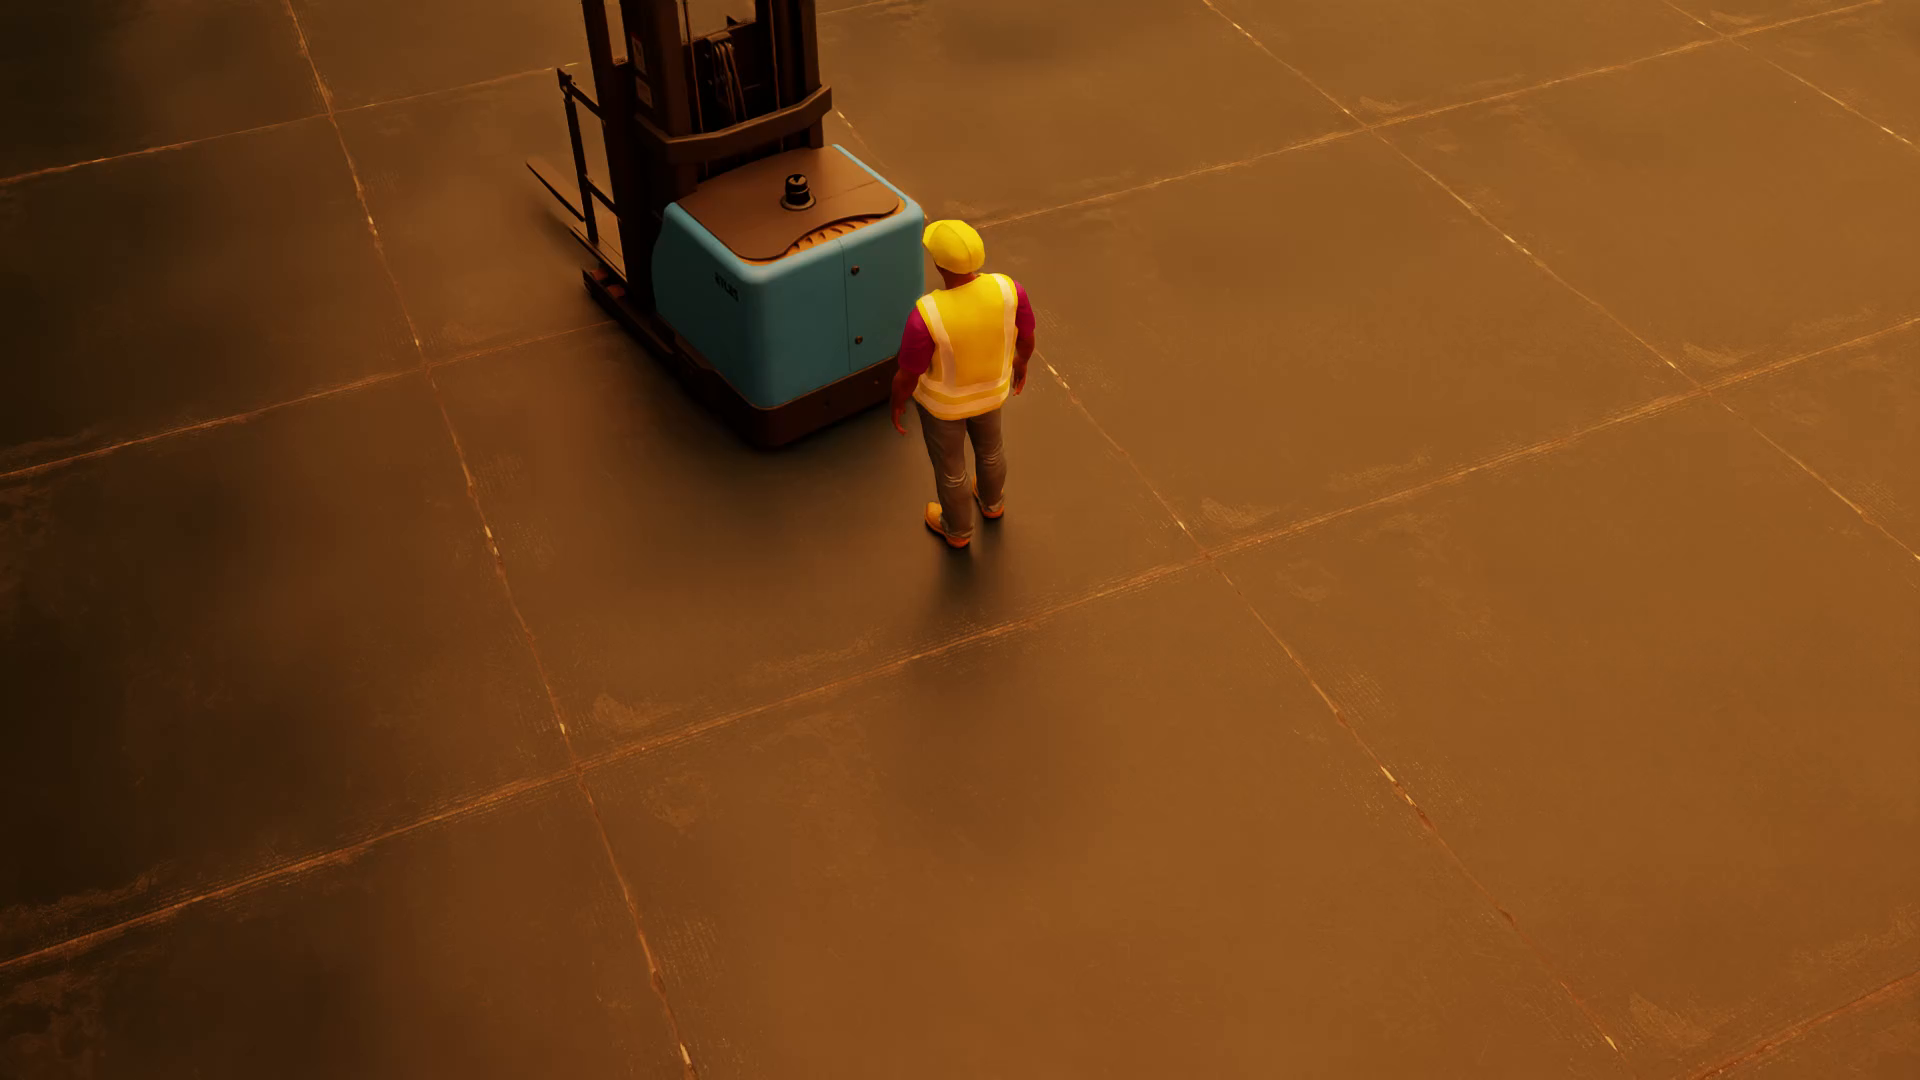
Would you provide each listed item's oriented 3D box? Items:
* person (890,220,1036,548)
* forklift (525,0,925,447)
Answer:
[{"bbox_3d":[-0.024,-0.696,7.268,0.666,1.765,0.577,-18,46,-18],"label":"person"},{"bbox_3d":[-1.435,-2.492,8.350,1.130,2.935,3.031,-27,49,-26],"label":"forklift"}]
